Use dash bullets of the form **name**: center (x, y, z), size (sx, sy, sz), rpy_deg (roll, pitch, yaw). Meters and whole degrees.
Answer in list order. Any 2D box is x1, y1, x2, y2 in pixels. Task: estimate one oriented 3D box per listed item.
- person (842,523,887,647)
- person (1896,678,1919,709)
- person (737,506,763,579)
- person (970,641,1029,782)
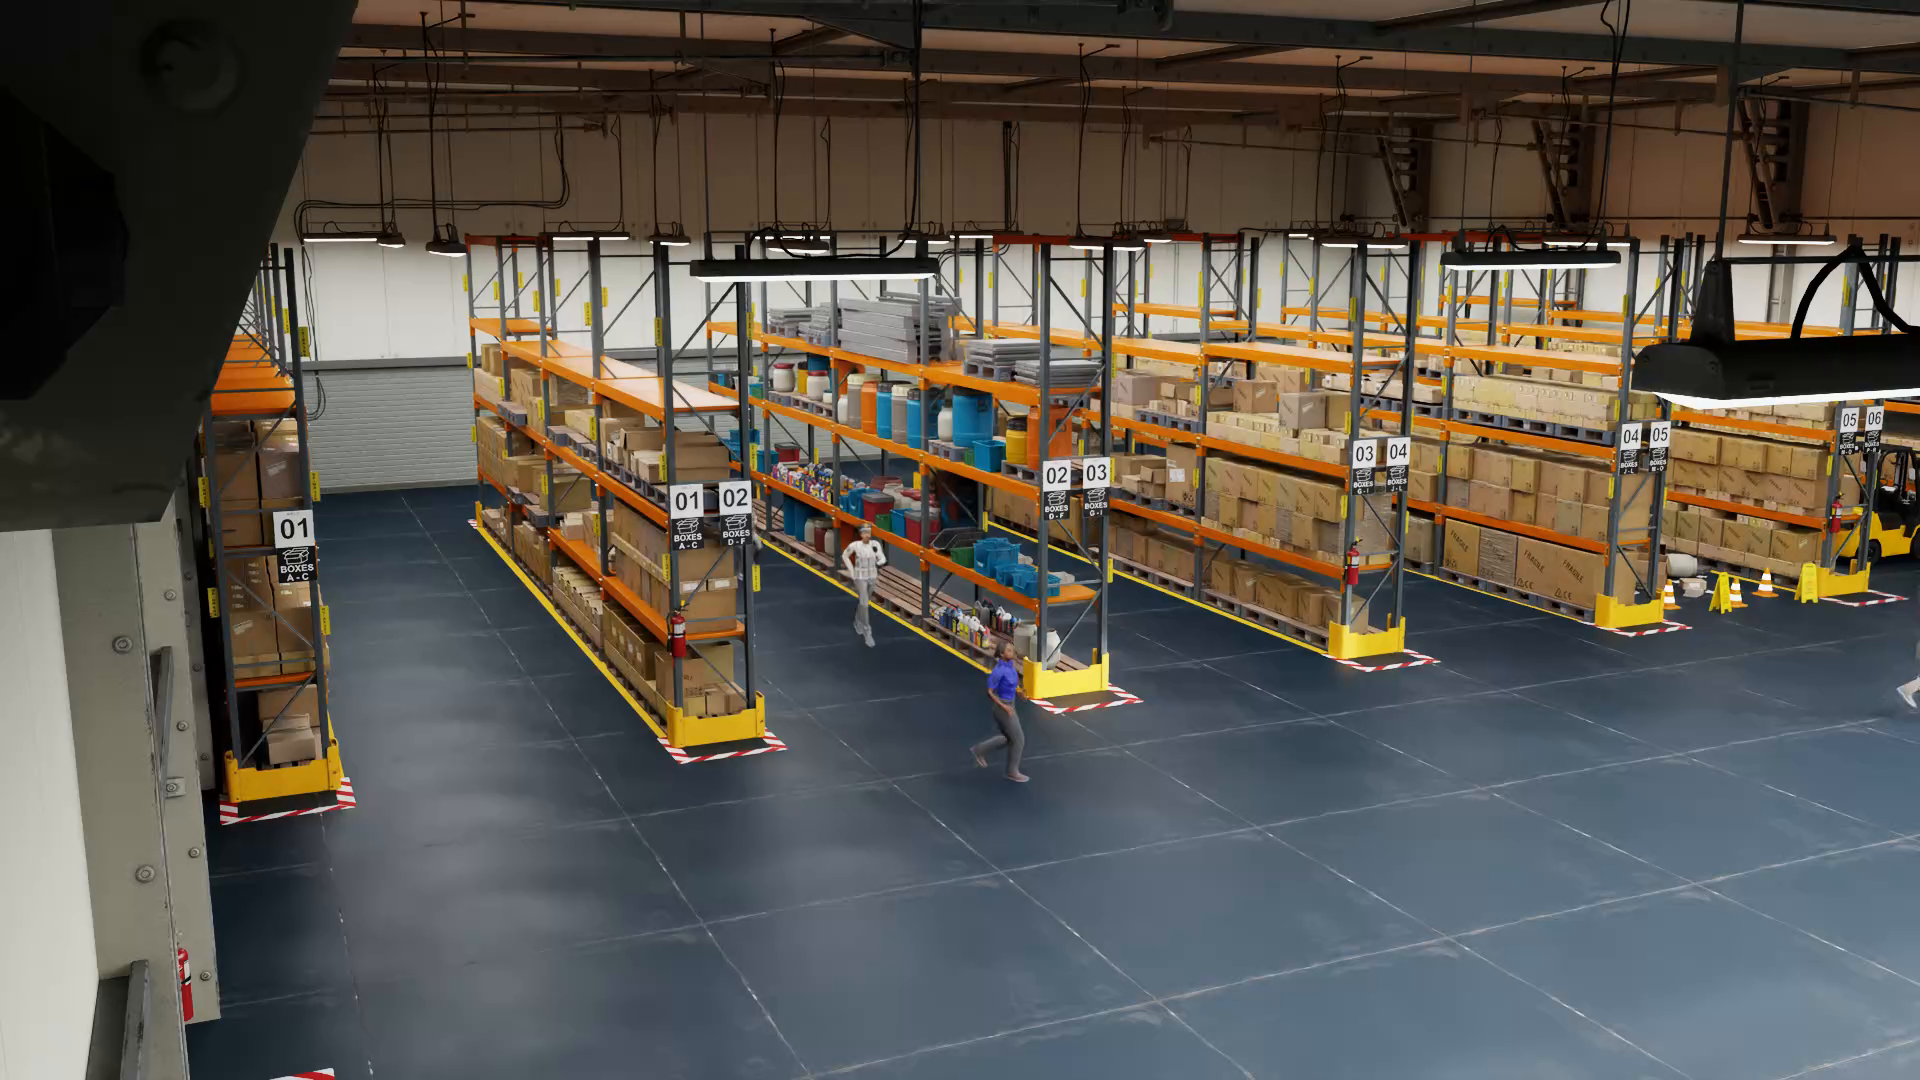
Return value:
- **person**: center (-1.352, 0.602, 24.104), size (0.585, 1.772, 0.743), rpy_deg (-6, 12, -27)
- **person**: center (12.538, 1.448, 21.190), size (0.951, 1.737, 0.664), rpy_deg (3, 11, 14)
- **person**: center (-3.711, -0.049, 28.991), size (0.514, 1.569, 0.708), rpy_deg (-6, 13, -28)
- **person**: center (0.482, 1.948, 18.925), size (0.636, 1.626, 0.576), rpy_deg (2, 11, 10)
